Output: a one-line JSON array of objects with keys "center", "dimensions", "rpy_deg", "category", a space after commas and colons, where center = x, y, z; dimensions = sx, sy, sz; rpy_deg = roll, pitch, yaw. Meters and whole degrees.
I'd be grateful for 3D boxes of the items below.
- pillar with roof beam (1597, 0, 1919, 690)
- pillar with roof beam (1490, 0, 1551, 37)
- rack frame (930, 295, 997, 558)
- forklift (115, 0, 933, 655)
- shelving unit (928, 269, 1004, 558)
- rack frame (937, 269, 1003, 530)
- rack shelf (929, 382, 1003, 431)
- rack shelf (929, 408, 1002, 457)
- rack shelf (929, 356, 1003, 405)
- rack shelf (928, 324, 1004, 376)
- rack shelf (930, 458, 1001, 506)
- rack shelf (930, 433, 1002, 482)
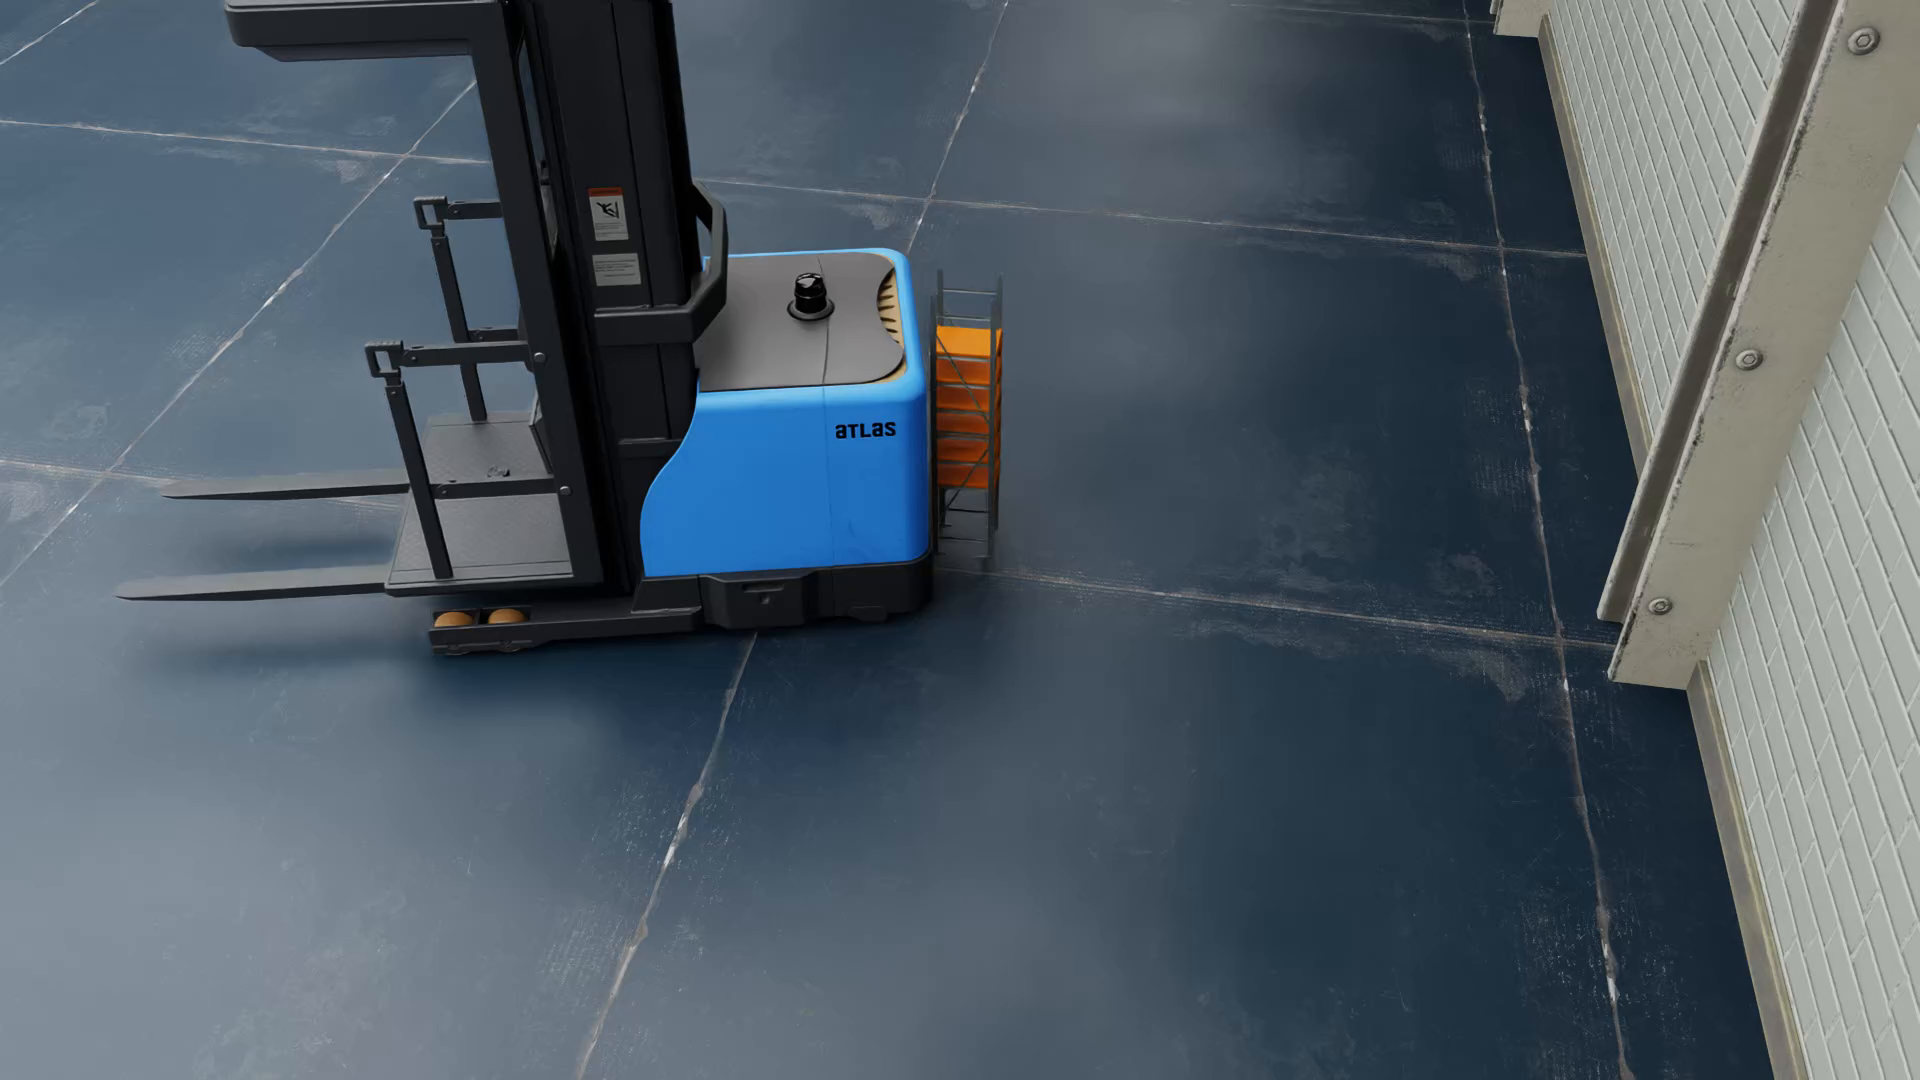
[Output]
[{"center": [-1.663, -3.533, 3.960], "dimensions": [9.100, 9.000, 0.400], "rpy_deg": [6, 40, 8], "category": "pillar with roof beam"}, {"center": [-0.624, -7.298, 8.515], "dimensions": [9.100, 9.000, 0.400], "rpy_deg": [6, 40, 8], "category": "pillar with roof beam"}, {"center": [0.011, -0.400, 6.292], "dimensions": [0.240, 1.200, 0.006], "rpy_deg": [5, 40, 6], "category": "rack frame"}, {"center": [-1.651, -1.051, 5.722], "dimensions": [3.031, 2.935, 1.130], "rpy_deg": [-3, 40, -4], "category": "forklift"}, {"center": [0.024, -0.458, 6.362], "dimensions": [0.258, 1.200, 0.189], "rpy_deg": [5, 40, 6], "category": "shelving unit"}, {"center": [0.036, -0.516, 6.432], "dimensions": [0.240, 1.200, 0.006], "rpy_deg": [5, 40, 6], "category": "rack frame"}, {"center": [0.024, -0.516, 6.314], "dimensions": [0.258, 0.103, 0.180], "rpy_deg": [5, 40, 6], "category": "rack shelf"}, {"center": [0.024, -0.424, 6.391], "dimensions": [0.258, 0.103, 0.180], "rpy_deg": [5, 40, 6], "category": "rack shelf"}, {"center": [0.024, -0.609, 6.238], "dimensions": [0.258, 0.103, 0.180], "rpy_deg": [5, 40, 6], "category": "rack shelf"}, {"center": [0.024, -0.701, 6.161], "dimensions": [0.258, 0.103, 0.180], "rpy_deg": [5, 40, 6], "category": "rack shelf"}, {"center": [0.024, -0.239, 6.543], "dimensions": [0.258, 0.103, 0.180], "rpy_deg": [5, 40, 6], "category": "rack shelf"}, {"center": [0.024, -0.331, 6.467], "dimensions": [0.258, 0.103, 0.180], "rpy_deg": [5, 40, 6], "category": "rack shelf"}]
